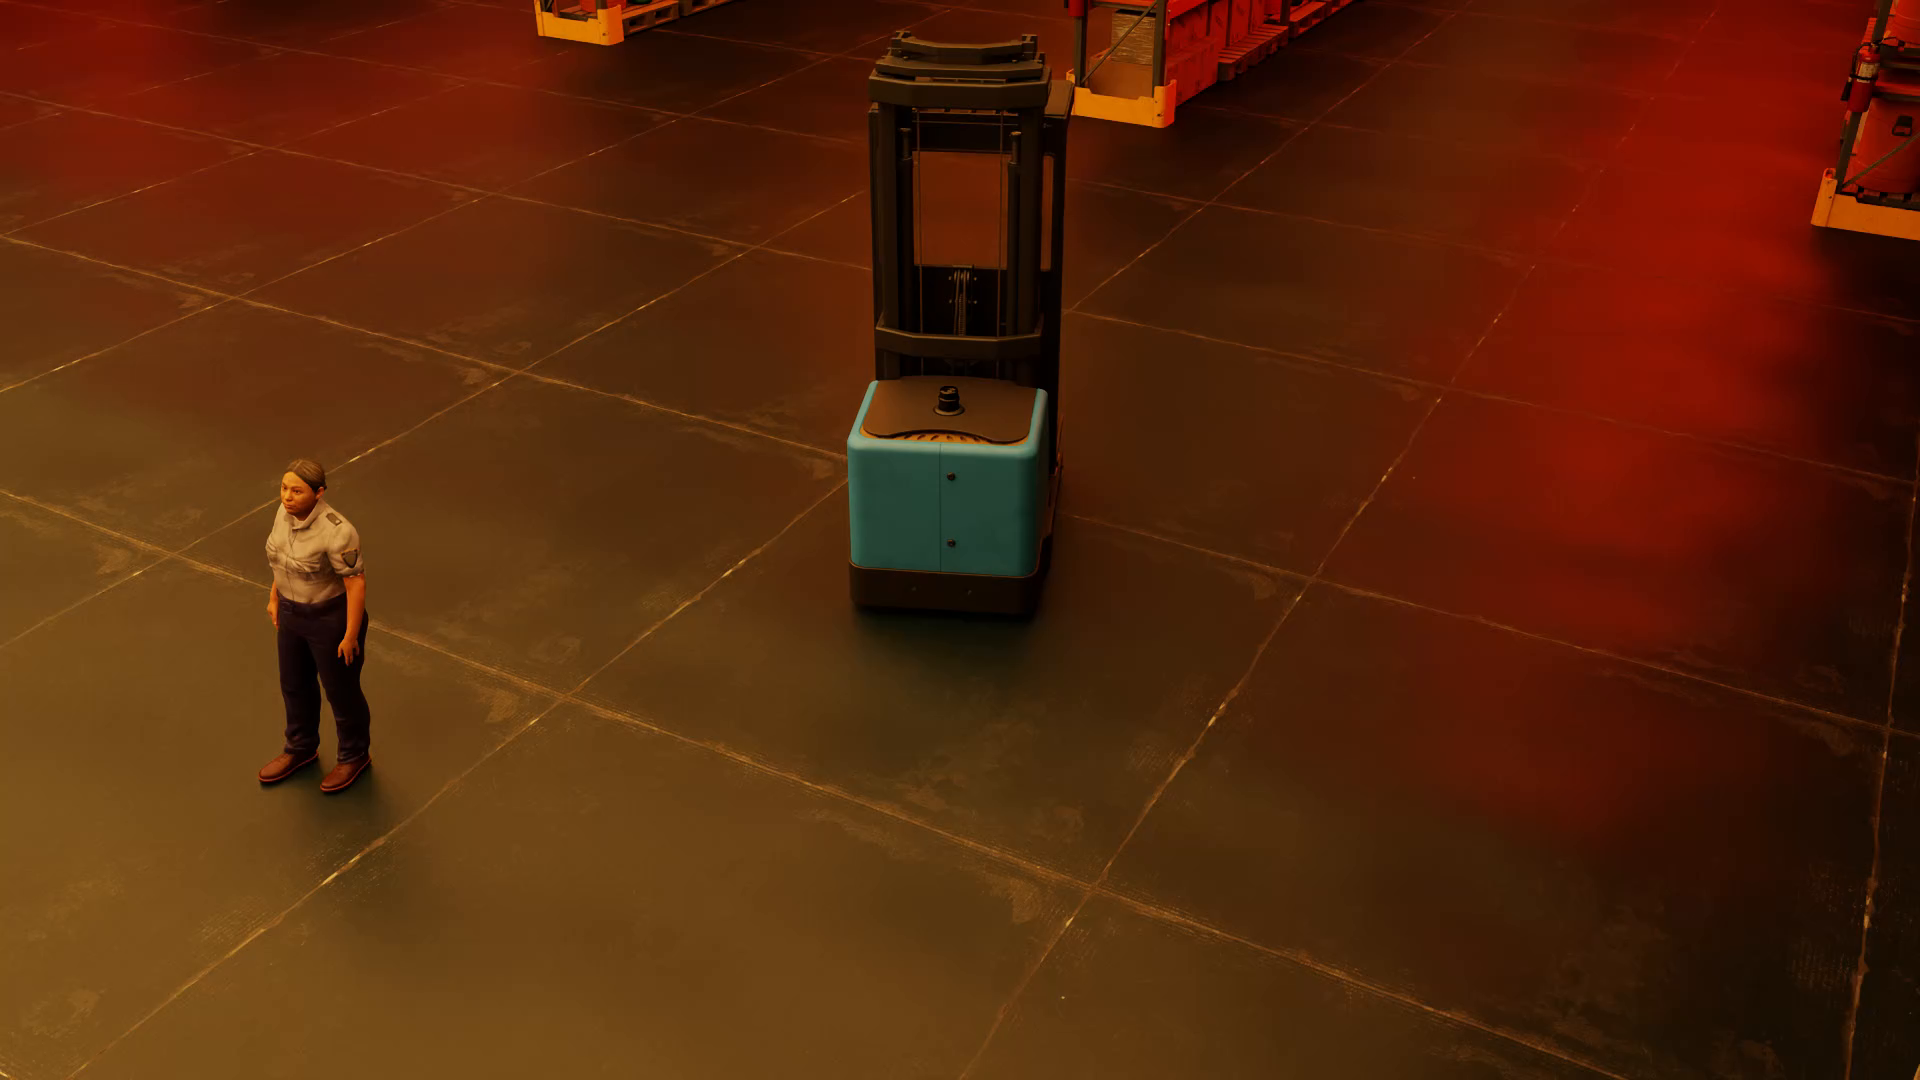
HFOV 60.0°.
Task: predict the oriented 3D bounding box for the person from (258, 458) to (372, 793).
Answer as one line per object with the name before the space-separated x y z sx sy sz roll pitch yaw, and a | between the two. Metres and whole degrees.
person | -3.011 0.410 7.628 0.598 1.651 0.504 17 34 27

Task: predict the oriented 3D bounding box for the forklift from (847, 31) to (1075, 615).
forklift | 0.072 -1.572 9.794 1.130 2.935 3.031 3 30 6
